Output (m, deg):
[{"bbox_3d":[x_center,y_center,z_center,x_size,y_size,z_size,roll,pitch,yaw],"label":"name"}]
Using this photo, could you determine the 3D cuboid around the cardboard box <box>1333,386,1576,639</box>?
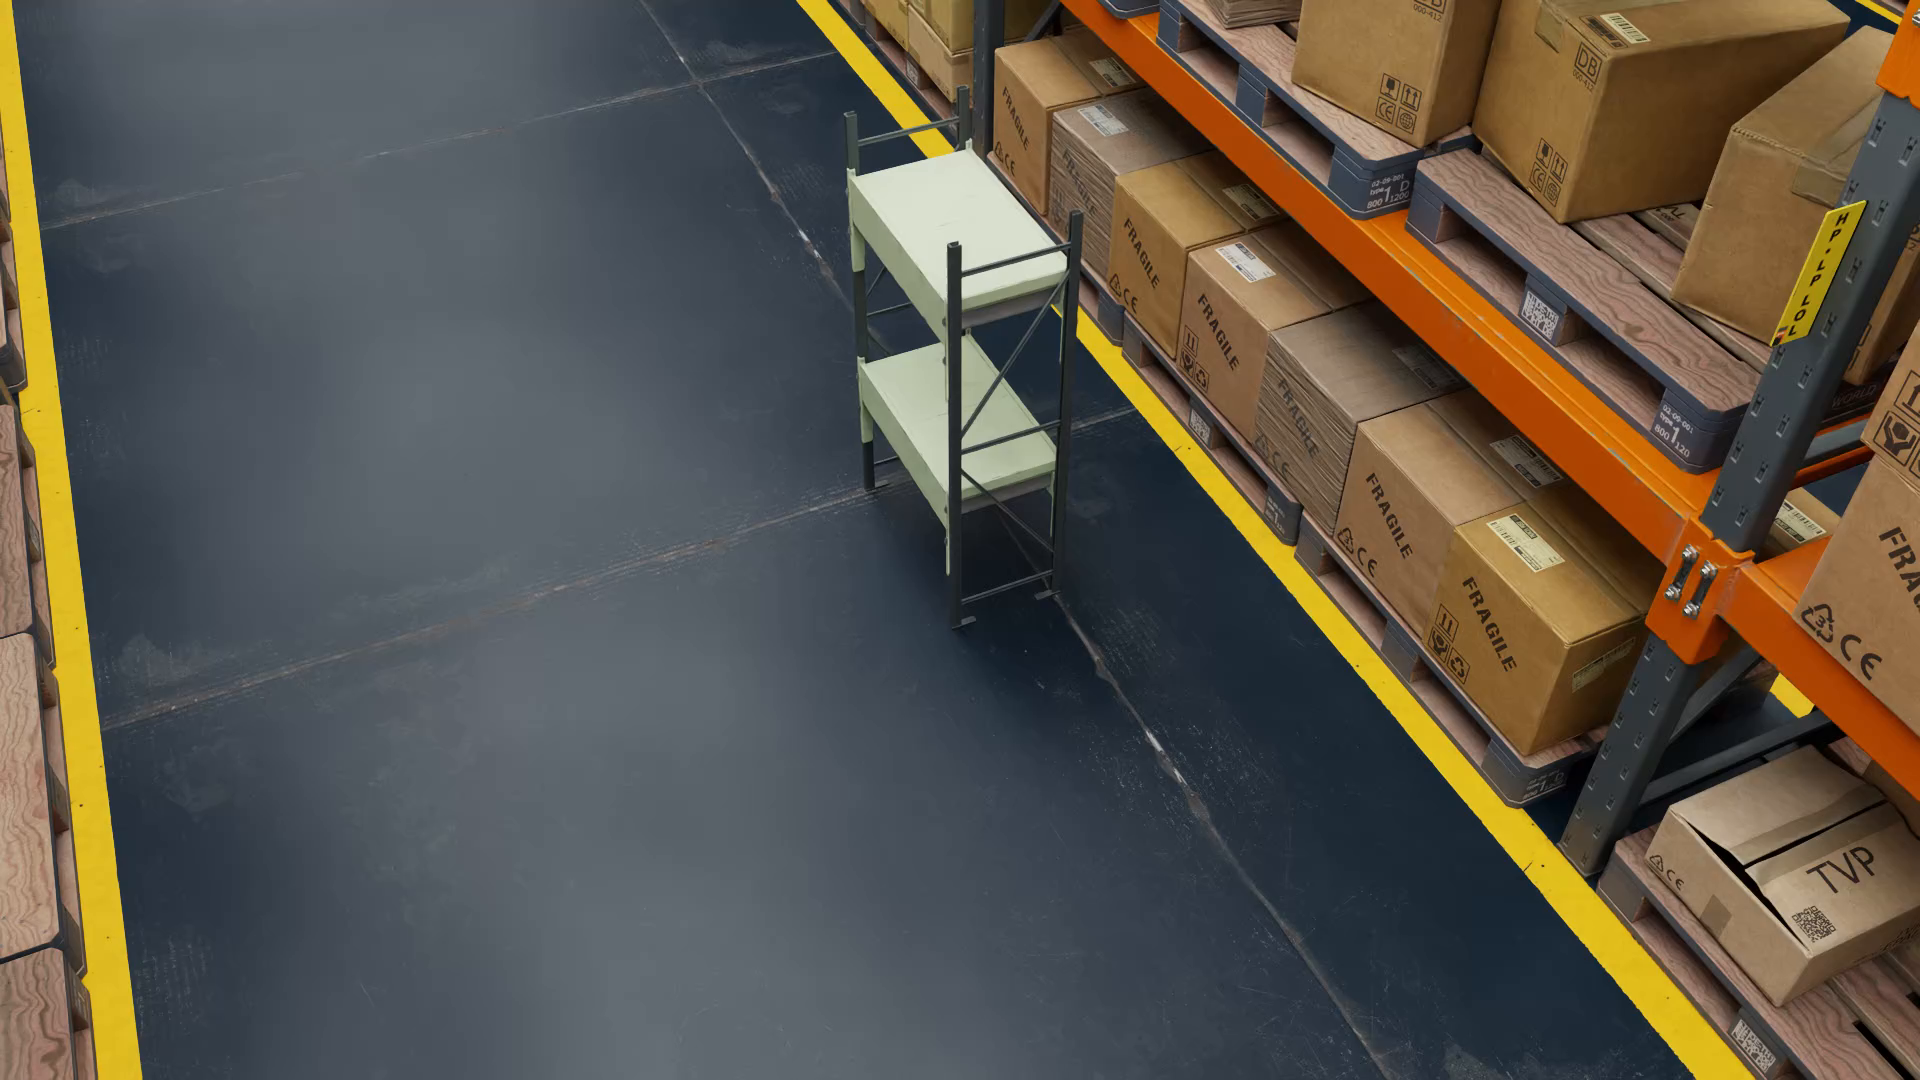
[{"bbox_3d":[1.547,-0.096,5.178,0.500,0.500,0.500,-18,47,-17],"label":"cardboard box"}]

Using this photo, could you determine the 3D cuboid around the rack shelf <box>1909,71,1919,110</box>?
[{"bbox_3d":[3.056,0.181,1.807,1.077,0.370,4.000,-18,47,-17],"label":"rack shelf"}]

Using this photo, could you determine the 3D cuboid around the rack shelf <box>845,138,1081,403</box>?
[{"bbox_3d":[-0.003,-0.816,4.953,0.431,0.370,0.720,-18,47,-17],"label":"rack shelf"}]

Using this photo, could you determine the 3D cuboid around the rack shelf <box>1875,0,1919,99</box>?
[{"bbox_3d":[1.374,-2.368,4.391,1.077,0.370,4.000,-18,47,-17],"label":"rack shelf"}]

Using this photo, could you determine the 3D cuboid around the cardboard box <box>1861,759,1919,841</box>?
[{"bbox_3d":[2.712,0.731,4.340,0.500,0.500,0.500,-18,47,-17],"label":"cardboard box"}]

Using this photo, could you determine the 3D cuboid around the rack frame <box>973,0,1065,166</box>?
[{"bbox_3d":[0.533,-2.831,6.483,1.000,3.000,0.127,-18,47,-17],"label":"rack frame"}]

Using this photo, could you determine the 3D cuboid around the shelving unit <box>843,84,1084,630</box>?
[{"bbox_3d":[-0.003,-0.538,5.228,0.431,1.500,0.755,-18,47,-17],"label":"shelving unit"}]

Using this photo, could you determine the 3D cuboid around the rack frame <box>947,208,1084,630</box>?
[{"bbox_3d":[0.151,-0.305,4.991,0.400,1.500,0.023,-18,47,-17],"label":"rack frame"}]

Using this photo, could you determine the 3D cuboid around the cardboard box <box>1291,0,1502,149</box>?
[{"bbox_3d":[1.416,-1.575,4.840,0.700,0.500,0.500,-30,52,-27],"label":"cardboard box"}]

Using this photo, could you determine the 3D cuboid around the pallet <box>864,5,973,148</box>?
[{"bbox_3d":[0.222,-2.374,8.006,1.003,0.211,1.213,-18,47,-17],"label":"pallet"}]

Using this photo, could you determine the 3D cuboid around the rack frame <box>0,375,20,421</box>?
[{"bbox_3d":[-3.963,-1.370,5.003,1.000,3.000,0.127,-18,47,-17],"label":"rack frame"}]

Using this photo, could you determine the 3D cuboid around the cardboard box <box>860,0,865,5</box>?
[{"bbox_3d":[-0.338,-2.914,8.226,0.500,0.250,0.500,-17,47,-17],"label":"cardboard box"}]

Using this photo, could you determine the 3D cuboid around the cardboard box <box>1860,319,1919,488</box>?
[{"bbox_3d":[2.158,-0.290,3.125,0.500,0.500,0.500,-17,47,-16],"label":"cardboard box"}]

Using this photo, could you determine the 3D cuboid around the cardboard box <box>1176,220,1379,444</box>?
[{"bbox_3d":[1.121,-0.739,5.830,0.500,0.500,0.500,-20,48,-19],"label":"cardboard box"}]

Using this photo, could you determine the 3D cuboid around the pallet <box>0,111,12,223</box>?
[{"bbox_3d":[-4.762,-1.659,7.281,1.003,0.211,1.213,-18,47,-17],"label":"pallet"}]

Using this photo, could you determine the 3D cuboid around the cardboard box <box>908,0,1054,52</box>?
[{"bbox_3d":[0.090,-2.462,7.369,0.500,0.311,0.500,-17,47,-16],"label":"cardboard box"}]

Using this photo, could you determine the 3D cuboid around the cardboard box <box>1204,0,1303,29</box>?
[{"bbox_3d":[1.112,-2.009,5.280,0.700,0.500,0.500,-10,45,-10],"label":"cardboard box"}]

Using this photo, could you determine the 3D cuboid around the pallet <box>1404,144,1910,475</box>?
[{"bbox_3d":[1.978,-0.755,4.516,1.003,0.211,1.213,-18,47,-17],"label":"pallet"}]

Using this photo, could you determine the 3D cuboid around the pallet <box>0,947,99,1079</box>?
[{"bbox_3d":[-2.567,1.667,3.910,1.003,0.211,1.213,-18,47,-17],"label":"pallet"}]

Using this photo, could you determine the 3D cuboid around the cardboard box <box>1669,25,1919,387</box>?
[{"bbox_3d":[2.219,-0.835,4.090,0.700,0.500,0.500,-34,54,-30],"label":"cardboard box"}]

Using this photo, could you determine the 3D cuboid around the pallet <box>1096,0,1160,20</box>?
[{"bbox_3d":[0.882,-2.351,6.134,1.213,0.211,1.003,-18,47,-17],"label":"pallet"}]

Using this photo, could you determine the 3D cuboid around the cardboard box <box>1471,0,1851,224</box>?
[{"bbox_3d":[1.872,-1.254,4.515,0.700,0.500,0.500,-11,46,-11],"label":"cardboard box"}]

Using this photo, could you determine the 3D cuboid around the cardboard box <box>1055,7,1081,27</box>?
[{"bbox_3d":[0.579,-2.622,7.531,0.500,0.311,0.500,-17,47,-16],"label":"cardboard box"}]

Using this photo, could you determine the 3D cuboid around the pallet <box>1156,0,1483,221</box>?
[{"bbox_3d":[1.355,-1.525,5.296,1.003,0.211,1.213,-18,47,-17],"label":"pallet"}]

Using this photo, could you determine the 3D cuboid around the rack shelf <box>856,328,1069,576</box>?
[{"bbox_3d":[-0.003,-0.306,5.457,0.431,0.370,0.720,-18,47,-17],"label":"rack shelf"}]

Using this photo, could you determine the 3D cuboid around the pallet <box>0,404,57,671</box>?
[{"bbox_3d":[-3.593,0.112,5.486,1.003,0.211,1.213,-18,47,-17],"label":"pallet"}]

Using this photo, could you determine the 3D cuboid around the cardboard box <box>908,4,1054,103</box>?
[{"bbox_3d":[0.091,-2.265,7.568,0.500,0.250,0.500,-17,47,-16],"label":"cardboard box"}]

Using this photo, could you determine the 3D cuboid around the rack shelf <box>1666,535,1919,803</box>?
[{"bbox_3d":[3.056,1.249,2.861,1.077,0.370,4.000,-18,47,-17],"label":"rack shelf"}]

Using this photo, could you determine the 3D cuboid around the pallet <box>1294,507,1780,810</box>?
[{"bbox_3d":[1.839,0.204,5.393,1.003,0.211,1.213,-18,47,-17],"label":"pallet"}]

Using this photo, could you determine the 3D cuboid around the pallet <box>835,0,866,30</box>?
[{"bbox_3d":[-0.287,-3.151,8.793,1.003,0.211,1.213,-18,47,-17],"label":"pallet"}]

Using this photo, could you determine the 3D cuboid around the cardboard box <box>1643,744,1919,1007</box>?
[{"bbox_3d":[2.195,0.850,4.354,0.500,0.311,0.500,-18,47,-17],"label":"cardboard box"}]

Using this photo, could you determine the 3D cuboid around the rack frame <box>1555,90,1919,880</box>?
[{"bbox_3d":[2.215,-0.282,3.900,1.000,3.000,0.127,-18,47,-17],"label":"rack frame"}]

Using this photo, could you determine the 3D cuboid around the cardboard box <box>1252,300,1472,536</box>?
[{"bbox_3d":[1.337,-0.416,5.502,0.500,0.500,0.500,-17,47,-17],"label":"cardboard box"}]

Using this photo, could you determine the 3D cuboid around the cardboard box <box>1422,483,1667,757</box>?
[{"bbox_3d":[1.748,0.222,4.856,0.500,0.500,0.500,-18,47,-18],"label":"cardboard box"}]

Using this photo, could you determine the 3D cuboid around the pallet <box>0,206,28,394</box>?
[{"bbox_3d":[-4.253,-0.883,6.495,1.003,0.211,1.213,-18,47,-17],"label":"pallet"}]

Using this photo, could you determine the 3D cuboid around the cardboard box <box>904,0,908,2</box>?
[{"bbox_3d":[-0.135,-2.792,7.703,0.500,0.311,0.500,-19,48,-18],"label":"cardboard box"}]

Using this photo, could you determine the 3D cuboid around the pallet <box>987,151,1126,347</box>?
[{"bbox_3d":[0.813,-1.351,6.969,1.003,0.211,1.213,-18,47,-17],"label":"pallet"}]

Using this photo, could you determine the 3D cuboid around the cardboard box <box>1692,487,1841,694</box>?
[{"bbox_3d":[2.233,0.071,5.009,0.500,0.500,0.500,-20,48,-19],"label":"cardboard box"}]

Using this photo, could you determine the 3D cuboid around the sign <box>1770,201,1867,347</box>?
[{"bbox_3d":[1.713,-0.528,3.325,0.100,0.325,0.005,-18,47,-17],"label":"sign"}]

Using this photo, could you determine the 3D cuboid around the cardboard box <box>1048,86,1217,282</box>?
[{"bbox_3d":[0.691,-1.391,6.491,0.500,0.500,0.500,-20,48,-19],"label":"cardboard box"}]

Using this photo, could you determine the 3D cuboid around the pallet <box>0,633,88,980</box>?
[{"bbox_3d":[-3.084,0.889,4.699,1.003,0.211,1.213,-18,47,-17],"label":"pallet"}]

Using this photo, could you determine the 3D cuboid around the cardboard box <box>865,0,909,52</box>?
[{"bbox_3d":[-0.129,-2.592,7.900,0.500,0.250,0.500,-19,48,-18],"label":"cardboard box"}]

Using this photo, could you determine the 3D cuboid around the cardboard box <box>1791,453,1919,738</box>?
[{"bbox_3d":[2.182,0.088,3.454,0.500,0.500,0.500,-17,47,-16],"label":"cardboard box"}]

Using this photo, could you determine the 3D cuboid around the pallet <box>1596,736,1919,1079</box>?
[{"bbox_3d":[2.503,1.149,4.436,1.003,0.211,1.213,-18,47,-17],"label":"pallet"}]

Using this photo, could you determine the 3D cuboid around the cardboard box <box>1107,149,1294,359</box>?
[{"bbox_3d":[0.897,-1.070,6.165,0.500,0.500,0.500,-19,48,-18],"label":"cardboard box"}]

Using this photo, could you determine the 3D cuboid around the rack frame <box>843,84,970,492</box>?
[{"bbox_3d":[-0.157,-0.771,5.464,0.400,1.500,0.023,-18,47,-17],"label":"rack frame"}]

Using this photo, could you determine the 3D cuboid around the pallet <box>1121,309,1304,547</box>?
[{"bbox_3d":[1.322,-0.575,6.182,1.003,0.211,1.213,-18,47,-17],"label":"pallet"}]

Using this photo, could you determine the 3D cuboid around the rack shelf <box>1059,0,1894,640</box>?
[{"bbox_3d":[1.374,-1.300,5.444,1.077,0.370,4.000,-18,47,-17],"label":"rack shelf"}]

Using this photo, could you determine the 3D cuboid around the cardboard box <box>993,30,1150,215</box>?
[{"bbox_3d":[0.465,-1.723,6.827,0.500,0.500,0.500,-16,47,-16],"label":"cardboard box"}]

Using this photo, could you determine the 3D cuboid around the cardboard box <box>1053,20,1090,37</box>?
[{"bbox_3d":[0.579,-2.422,7.728,0.500,0.250,0.500,-18,47,-18],"label":"cardboard box"}]
